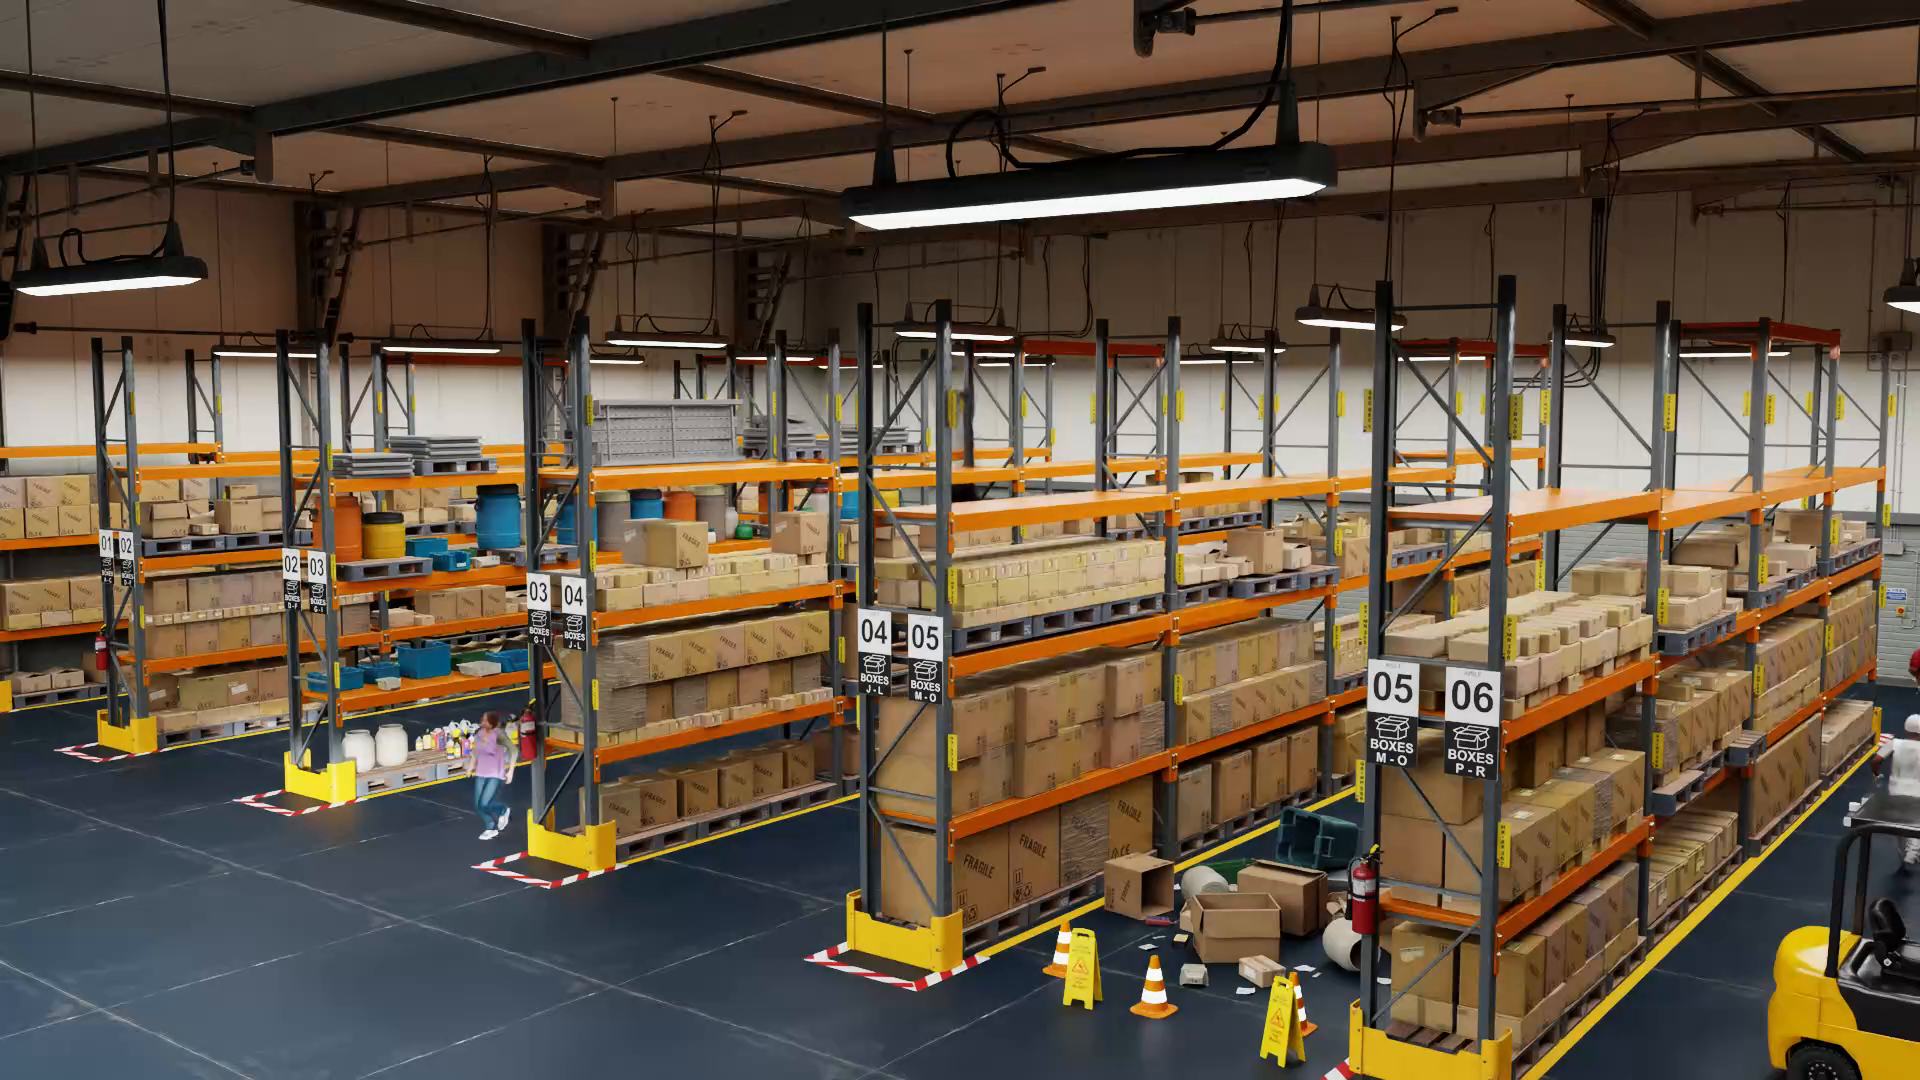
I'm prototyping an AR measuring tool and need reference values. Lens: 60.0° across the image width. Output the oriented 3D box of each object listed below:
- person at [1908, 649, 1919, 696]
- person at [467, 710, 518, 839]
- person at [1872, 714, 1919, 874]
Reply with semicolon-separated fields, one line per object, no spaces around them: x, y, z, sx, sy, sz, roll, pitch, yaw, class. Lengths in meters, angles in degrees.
14.372;2.215;24.554;0.708;1.721;0.817;1;5;9;person
-5.422;2.723;19.238;0.573;1.530;0.519;2;5;25;person
10.162;2.726;17.783;0.697;1.759;1.029;4;6;37;person
